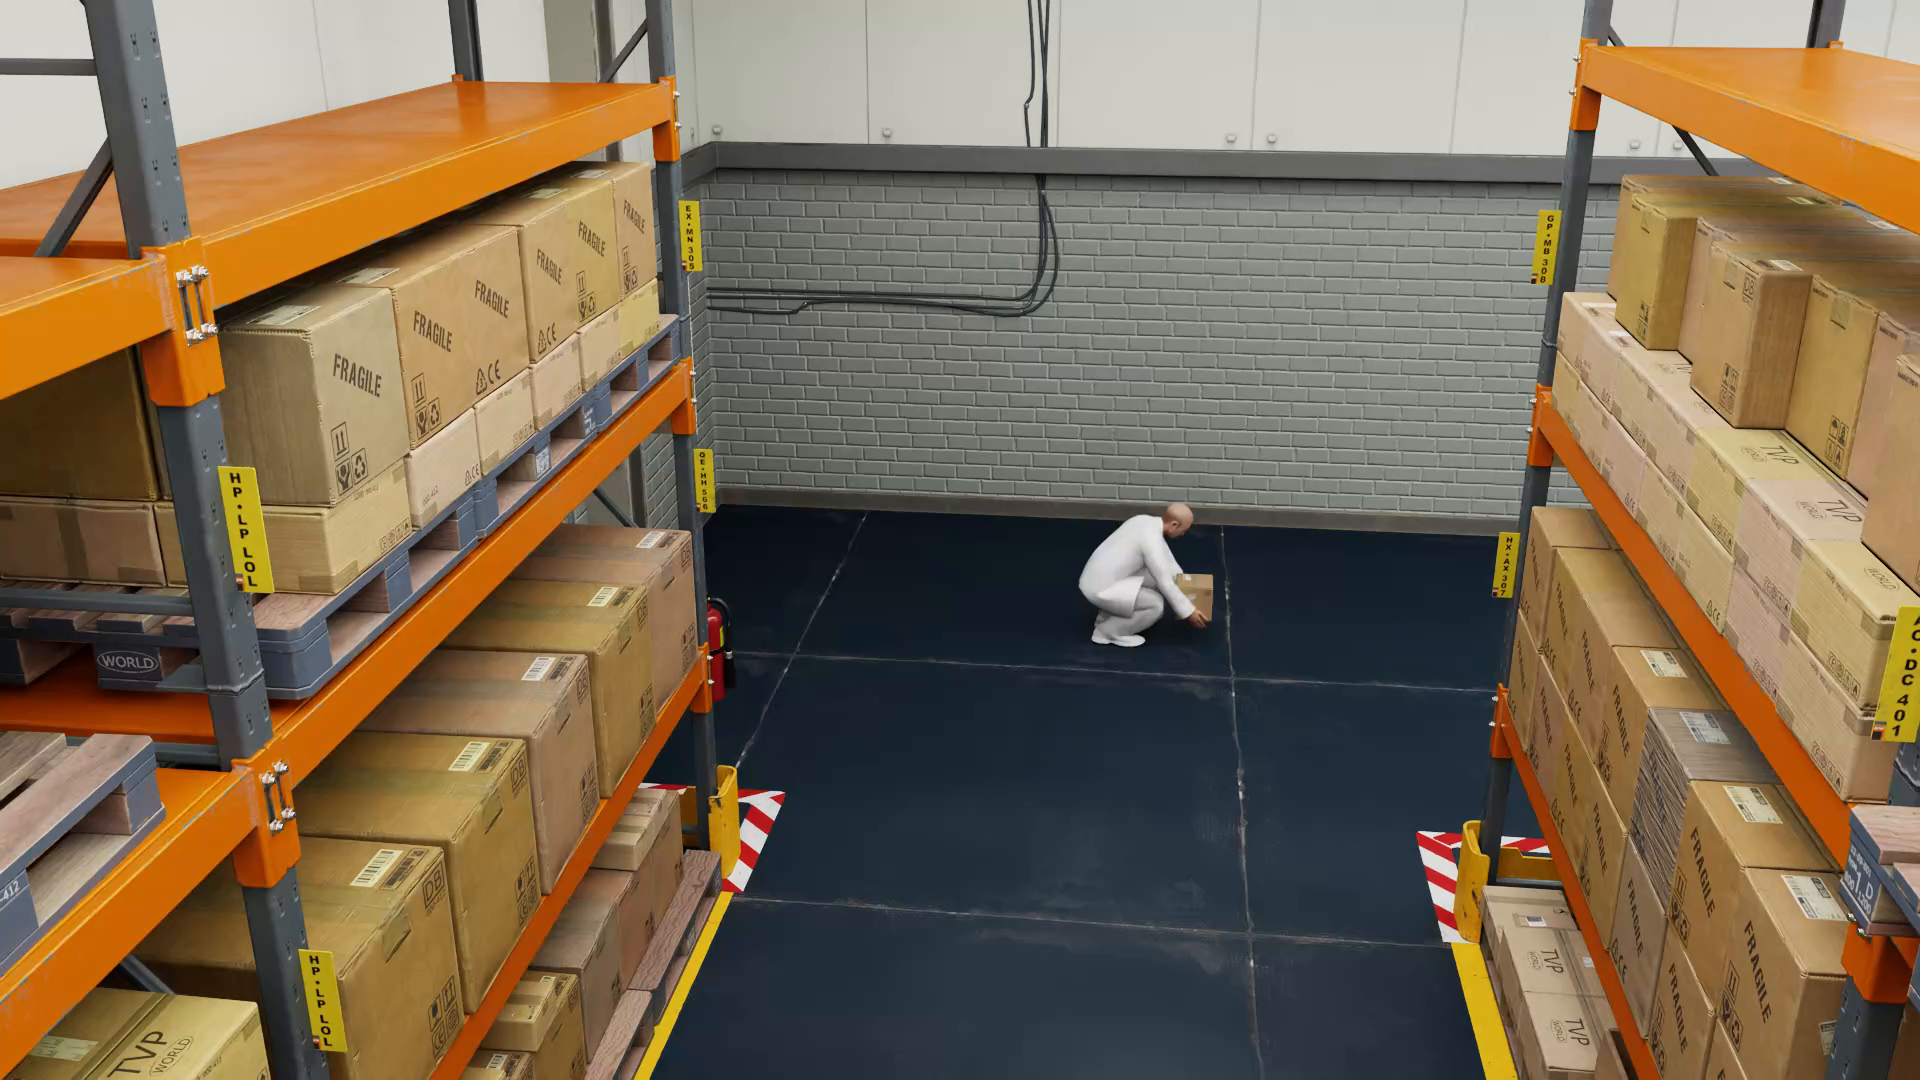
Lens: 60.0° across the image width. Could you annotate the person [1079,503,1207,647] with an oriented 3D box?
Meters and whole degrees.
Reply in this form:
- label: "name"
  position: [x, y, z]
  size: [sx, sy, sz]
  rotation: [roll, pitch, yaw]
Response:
- label: "person"
  position: [1.285, 0.224, 11.622]
  size: [0.902, 0.996, 0.592]
  rotation: [2, 21, 6]
